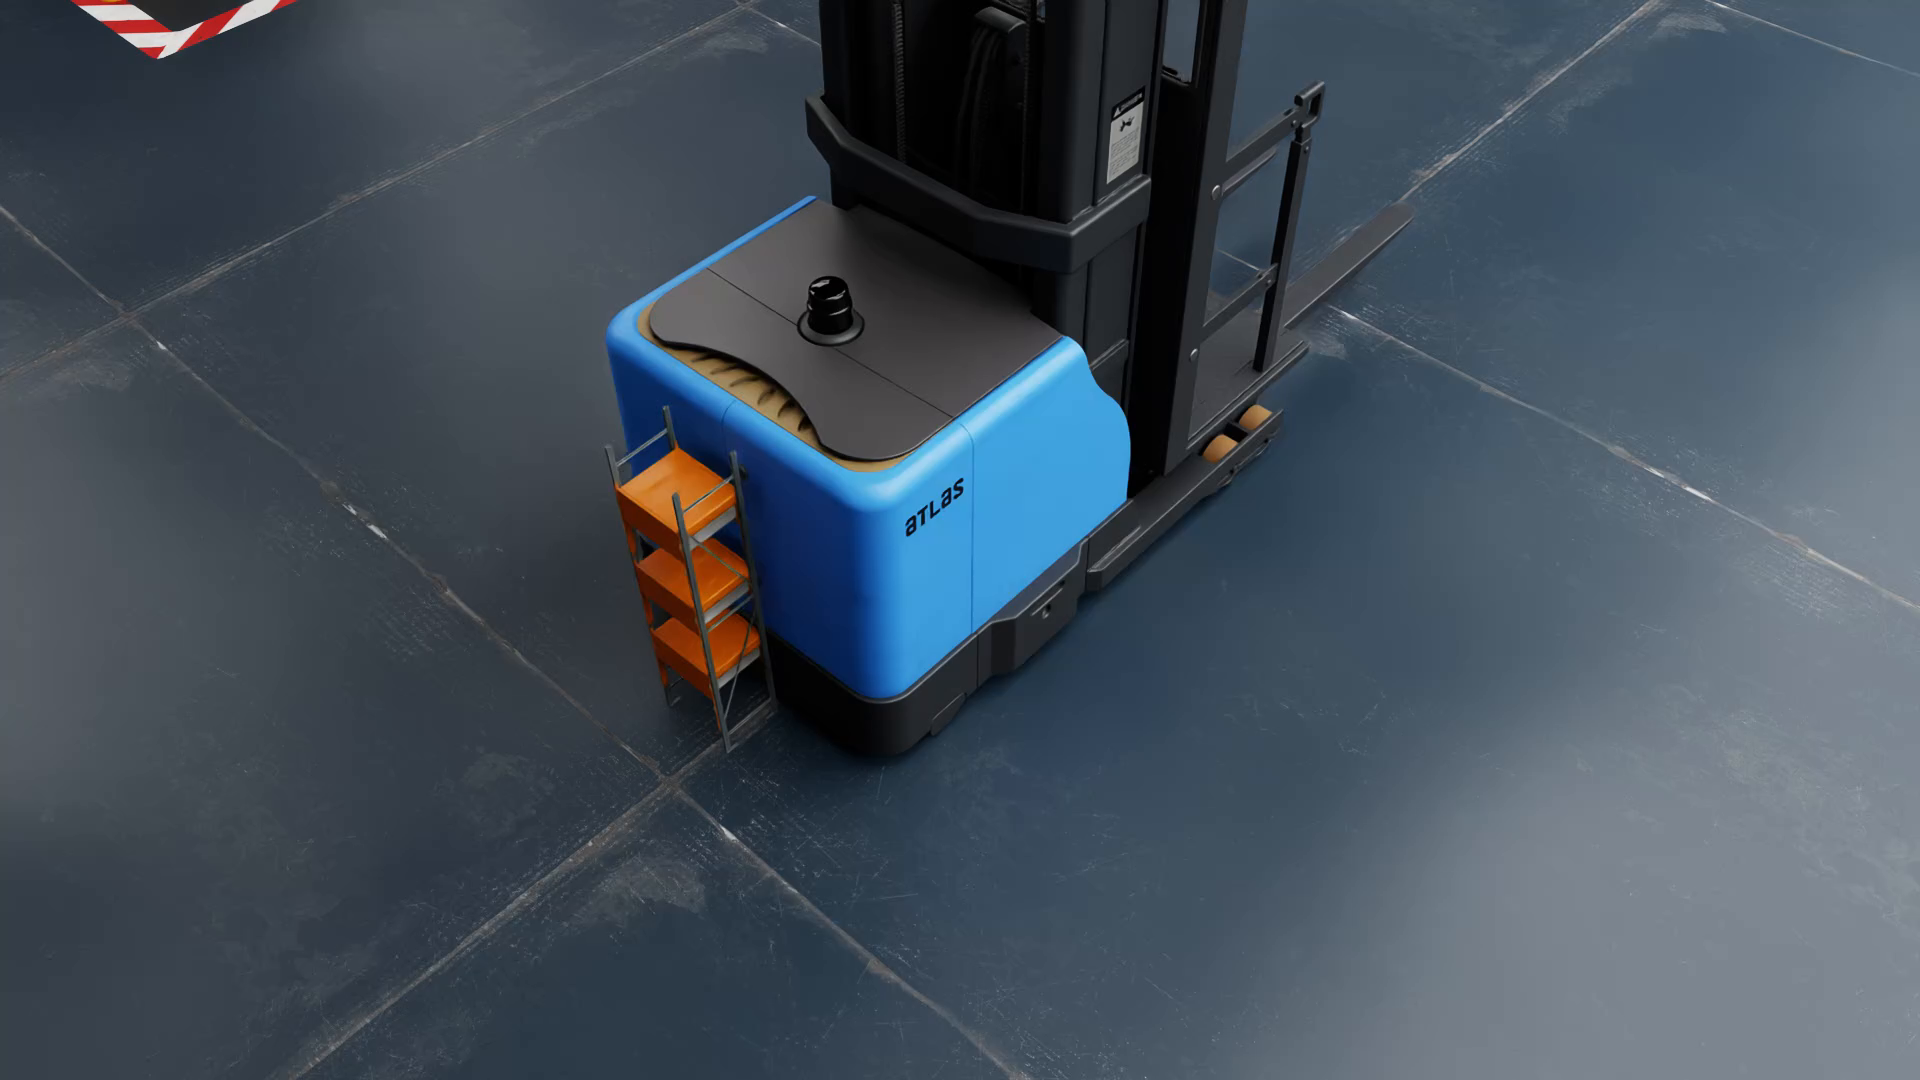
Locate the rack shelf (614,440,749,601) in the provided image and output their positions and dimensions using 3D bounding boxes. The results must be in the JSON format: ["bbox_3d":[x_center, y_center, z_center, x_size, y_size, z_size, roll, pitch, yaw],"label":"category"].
[{"bbox_3d":[-0.695,-0.049,4.198,0.240,0.259,0.215,33,57,27],"label":"rack shelf"}]

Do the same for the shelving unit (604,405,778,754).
[{"bbox_3d":[-0.691,0.134,4.400,0.252,1.050,0.215,33,57,27],"label":"shelving unit"}]

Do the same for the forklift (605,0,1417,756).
[{"bbox_3d":[0.414,-1.402,4.556,1.130,2.935,3.031,33,55,27],"label":"forklift"}]

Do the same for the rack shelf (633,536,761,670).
[{"bbox_3d":[-0.691,0.141,4.408,0.240,0.259,0.215,33,57,27],"label":"rack shelf"}]

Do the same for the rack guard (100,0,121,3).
[{"bbox_3d":[-3.584,-2.985,7.710,0.348,0.500,1.175,34,55,28],"label":"rack guard"}]

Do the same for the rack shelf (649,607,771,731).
[{"bbox_3d":[-0.686,0.328,4.614,0.240,0.259,0.215,33,57,27],"label":"rack shelf"}]

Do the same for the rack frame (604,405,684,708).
[{"bbox_3d":[-0.781,0.074,4.456,0.008,1.050,0.200,33,57,27],"label":"rack frame"}]

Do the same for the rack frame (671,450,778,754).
[{"bbox_3d":[-0.600,0.193,4.344,0.008,1.050,0.200,33,57,27],"label":"rack frame"}]
